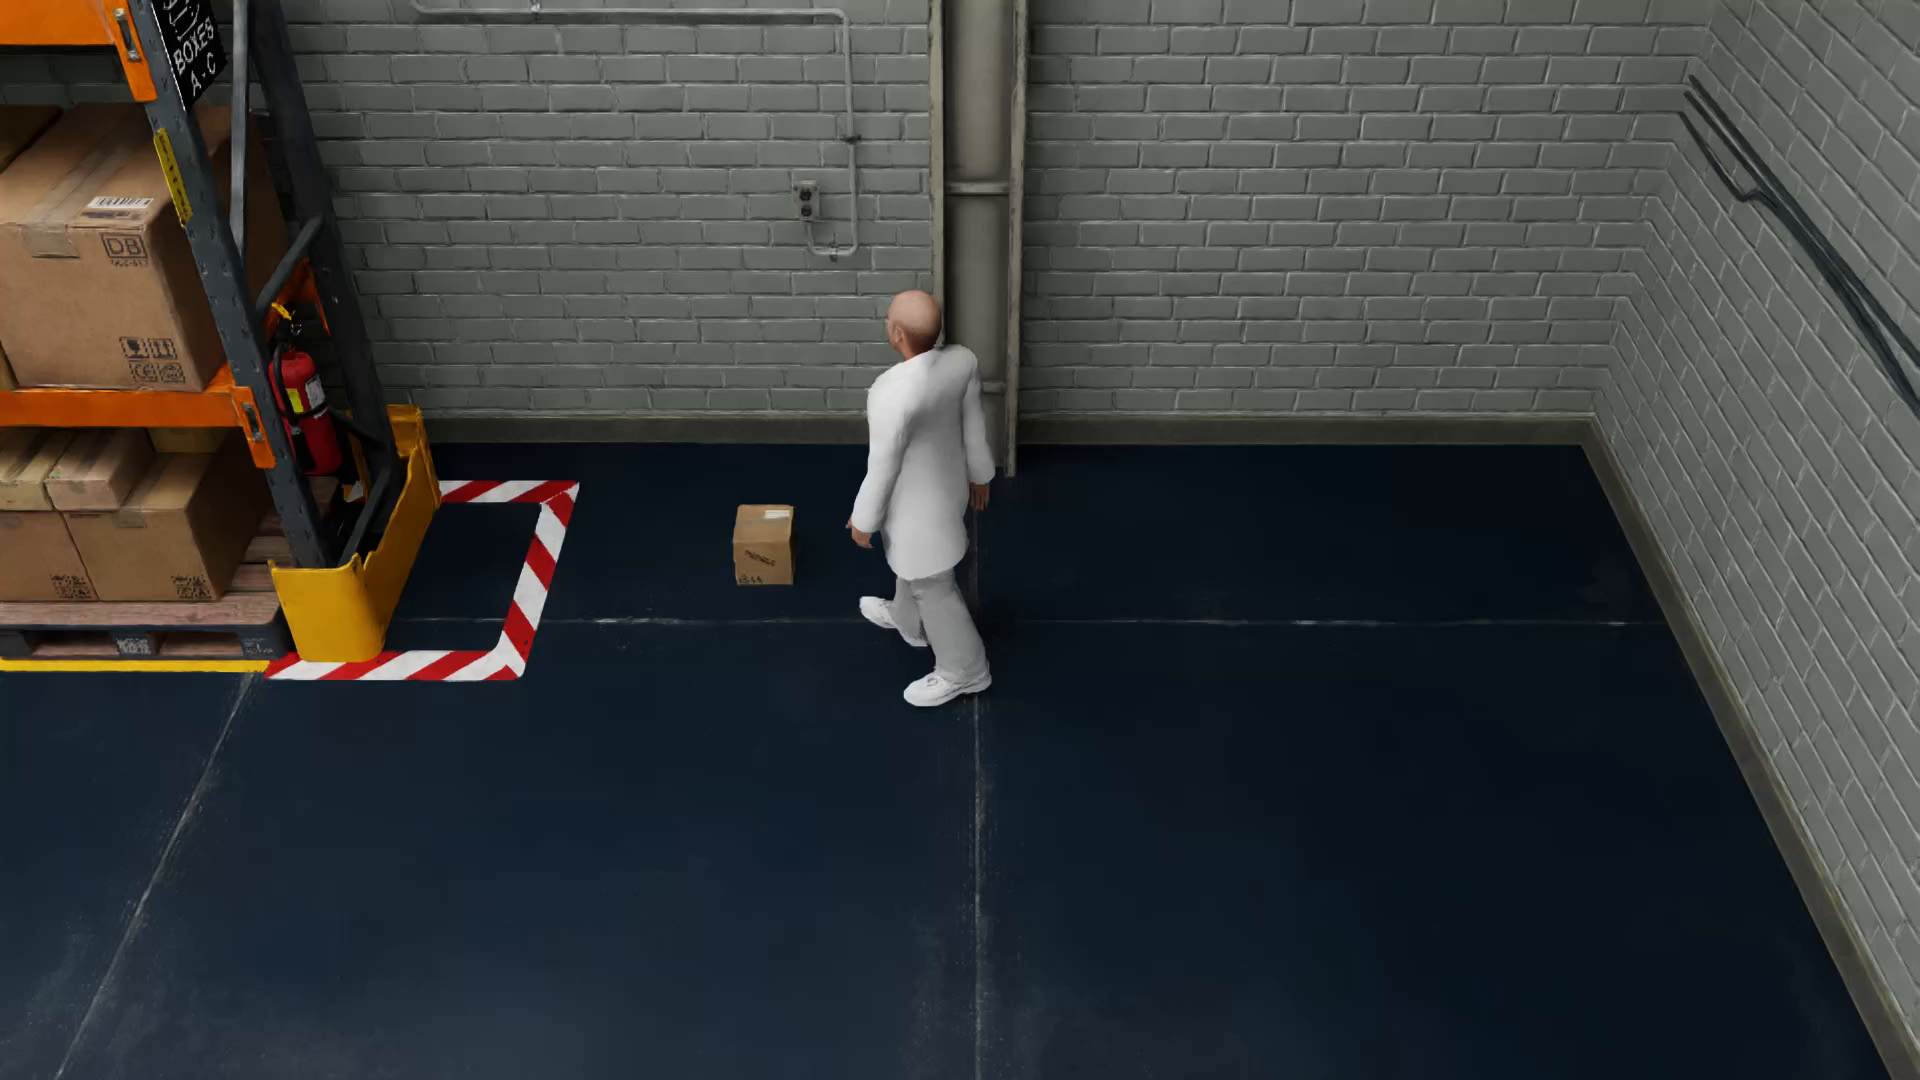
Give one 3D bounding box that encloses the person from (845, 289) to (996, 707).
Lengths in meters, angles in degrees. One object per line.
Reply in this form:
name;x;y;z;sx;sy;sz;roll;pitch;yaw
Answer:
person;-0.196;-0.170;6.364;0.725;1.770;0.596;18;43;21
